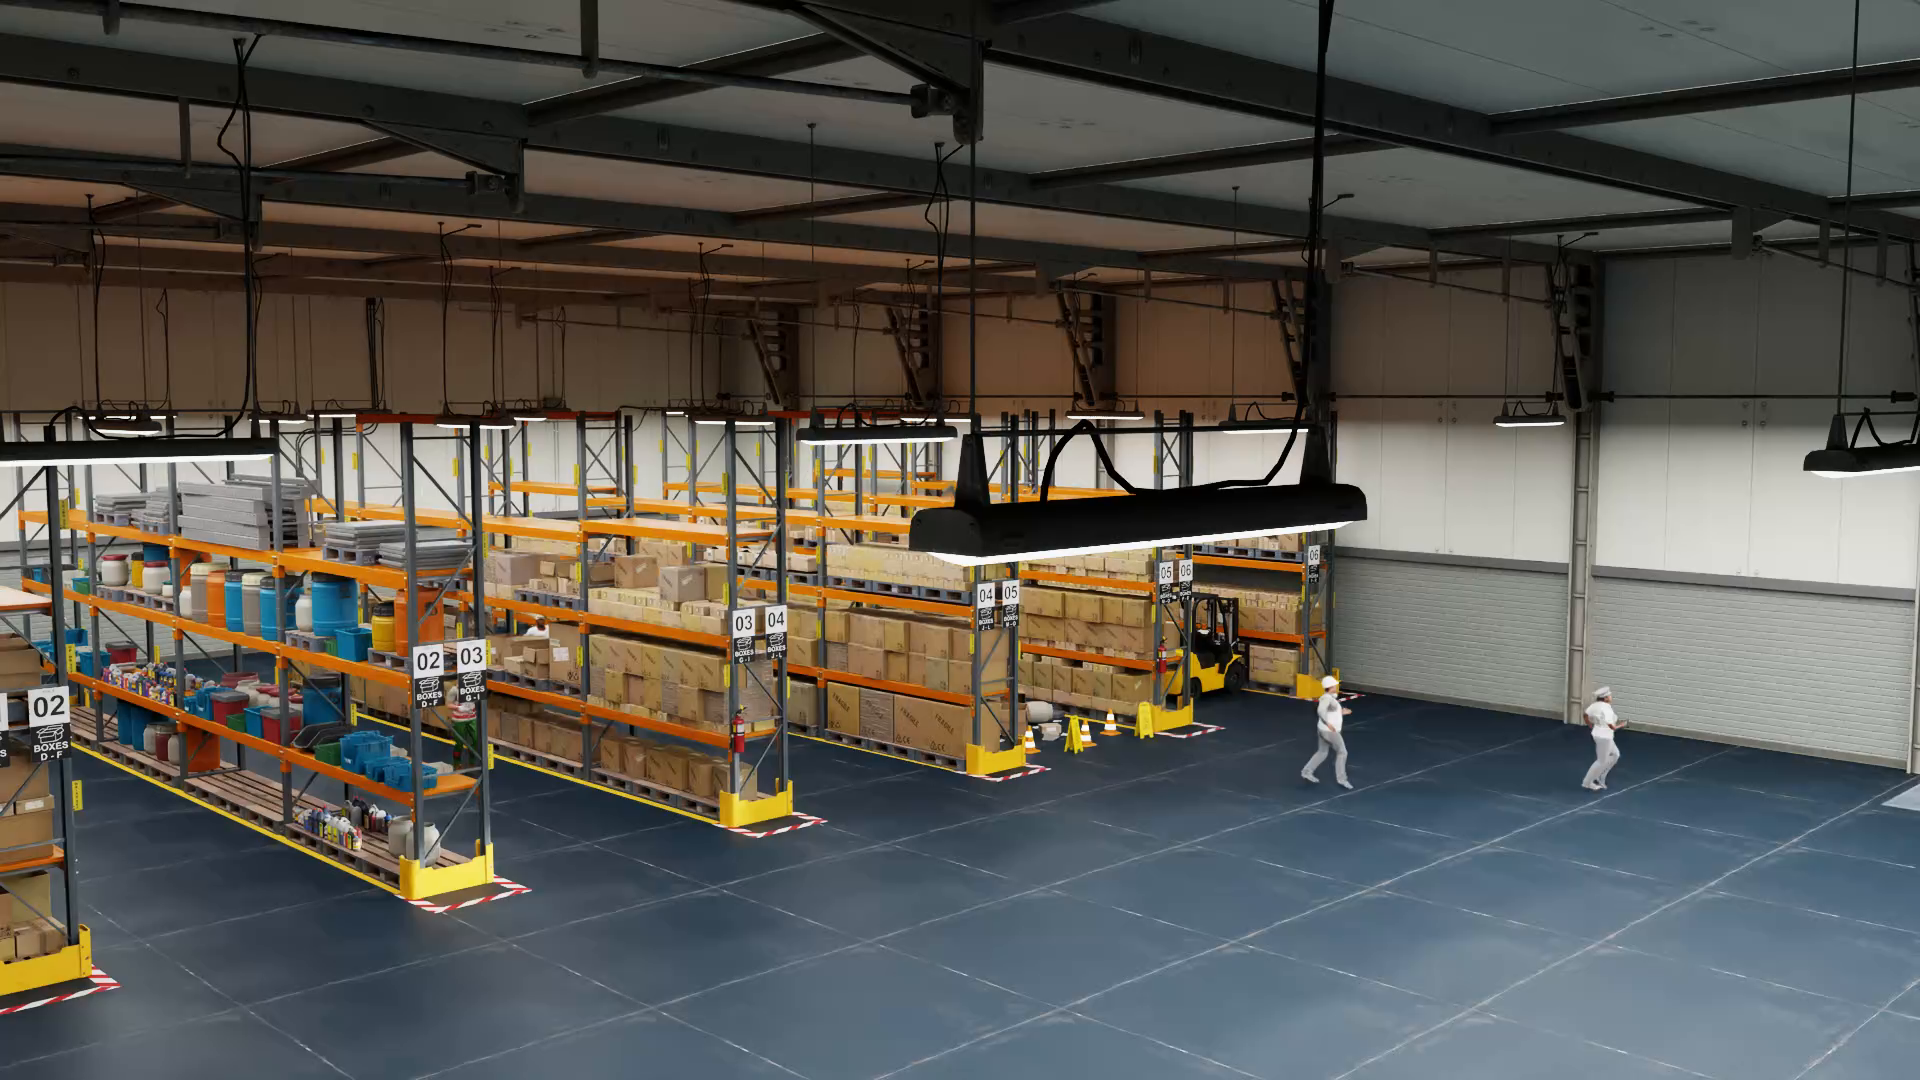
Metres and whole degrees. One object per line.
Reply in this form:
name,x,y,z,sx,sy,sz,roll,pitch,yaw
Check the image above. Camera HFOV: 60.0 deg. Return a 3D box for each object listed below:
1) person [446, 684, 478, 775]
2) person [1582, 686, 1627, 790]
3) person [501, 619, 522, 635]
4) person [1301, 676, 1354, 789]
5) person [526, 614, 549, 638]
person,-8.274,3.041,27.775,0.635,1.825,0.749,-5,7,-43
person,10.319,3.178,26.626,0.688,1.706,0.544,0,5,4
person,-11.060,1.989,40.923,0.787,1.576,0.598,0,5,-1
person,5.943,3.113,26.878,0.820,1.831,0.646,0,5,-3
person,-8.858,2.417,35.169,0.702,1.766,0.721,-3,6,-35
